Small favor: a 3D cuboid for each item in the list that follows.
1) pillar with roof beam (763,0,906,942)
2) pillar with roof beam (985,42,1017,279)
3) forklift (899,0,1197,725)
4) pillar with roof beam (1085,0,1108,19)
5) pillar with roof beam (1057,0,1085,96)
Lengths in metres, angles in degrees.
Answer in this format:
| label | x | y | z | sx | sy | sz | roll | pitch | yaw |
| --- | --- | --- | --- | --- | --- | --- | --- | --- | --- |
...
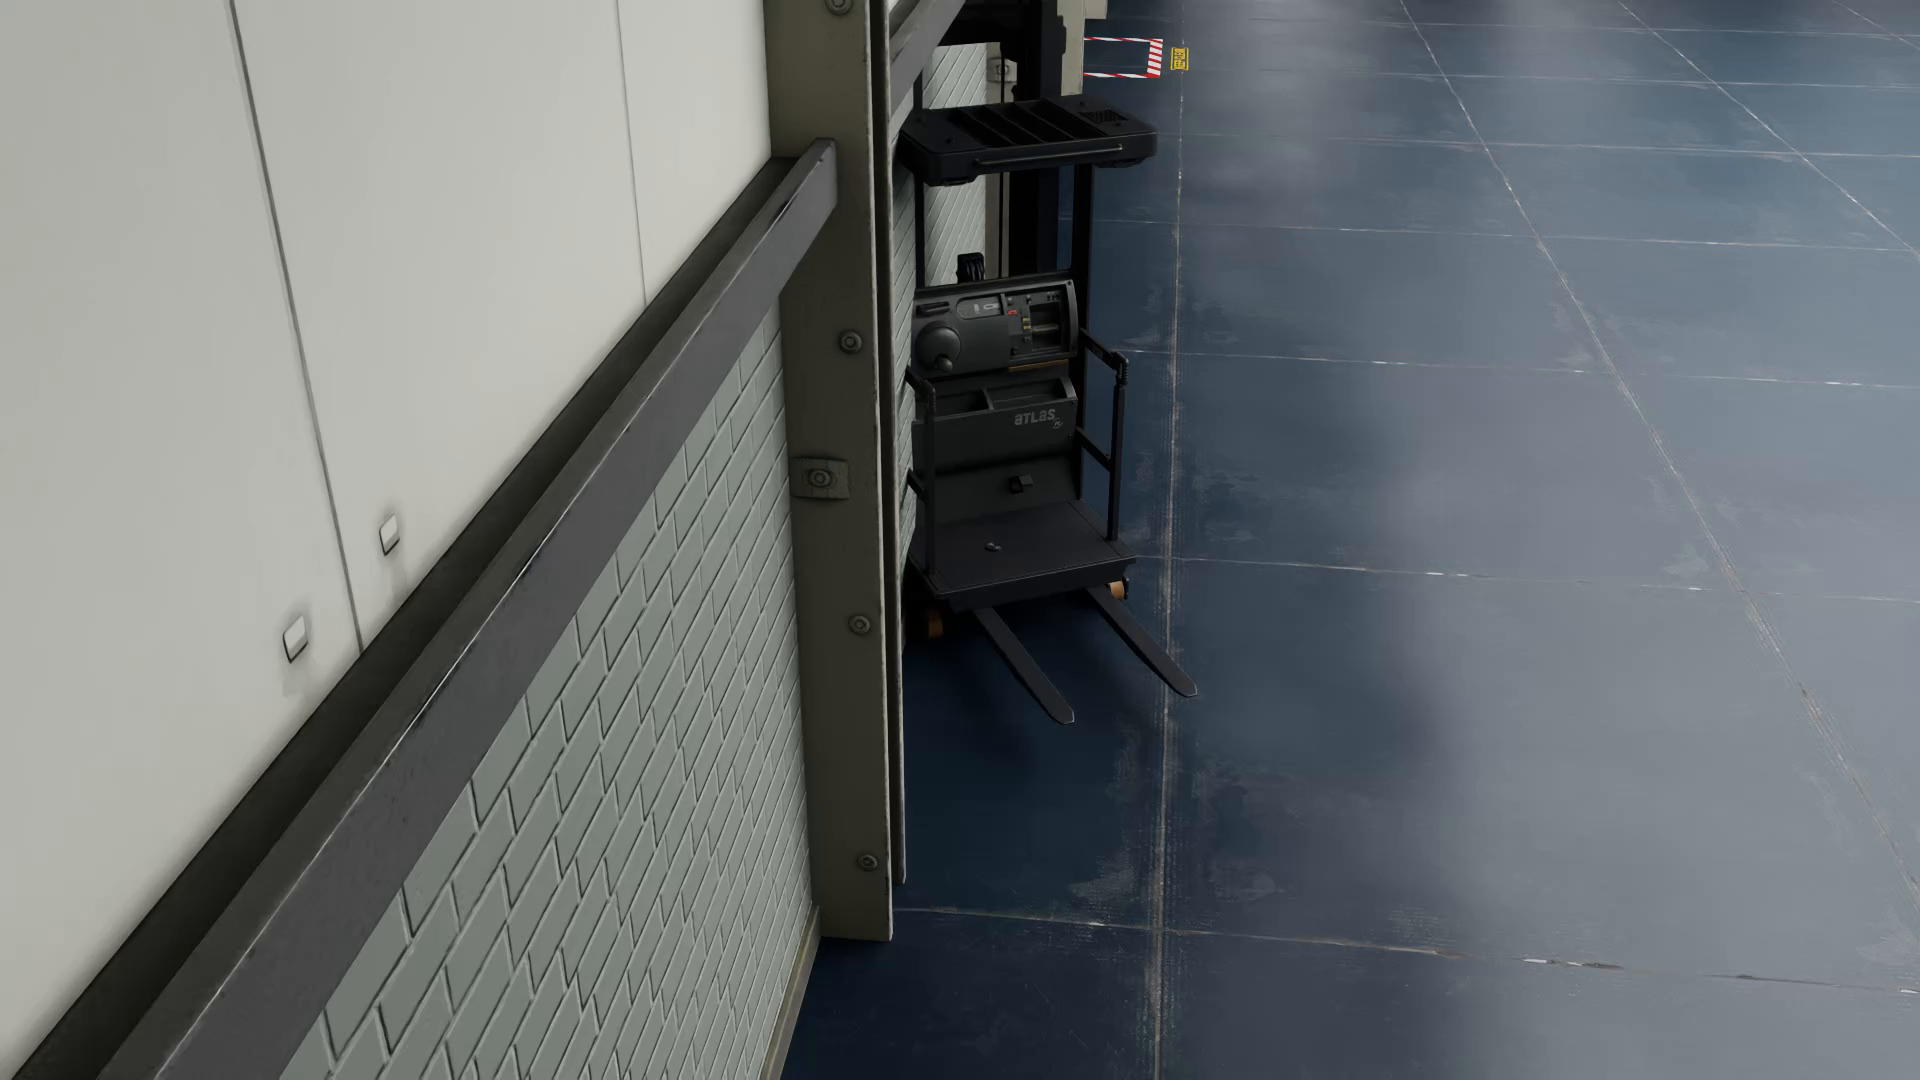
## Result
| label | x | y | z | sx | sy | sz | roll | pitch | yaw |
| --- | --- | --- | --- | --- | --- | --- | --- | --- | --- |
| pillar with roof beam | 3.876 | -2.271 | 3.977 | 9.100 | 9.000 | 0.400 | 3 | 28 | 6 |
| pillar with roof beam | 4.612 | -5.095 | 9.219 | 9.100 | 9.000 | 0.400 | 3 | 28 | 6 |
| forklift | 0.221 | -1.014 | 8.042 | 1.130 | 2.935 | 3.031 | -10 | 30 | -18 |
| pillar with roof beam | 6.082 | -10.744 | 19.704 | 9.100 | 9.000 | 0.400 | 3 | 28 | 6 |
| pillar with roof beam | 5.347 | -7.919 | 14.462 | 9.100 | 9.000 | 0.400 | 3 | 28 | 6 |
